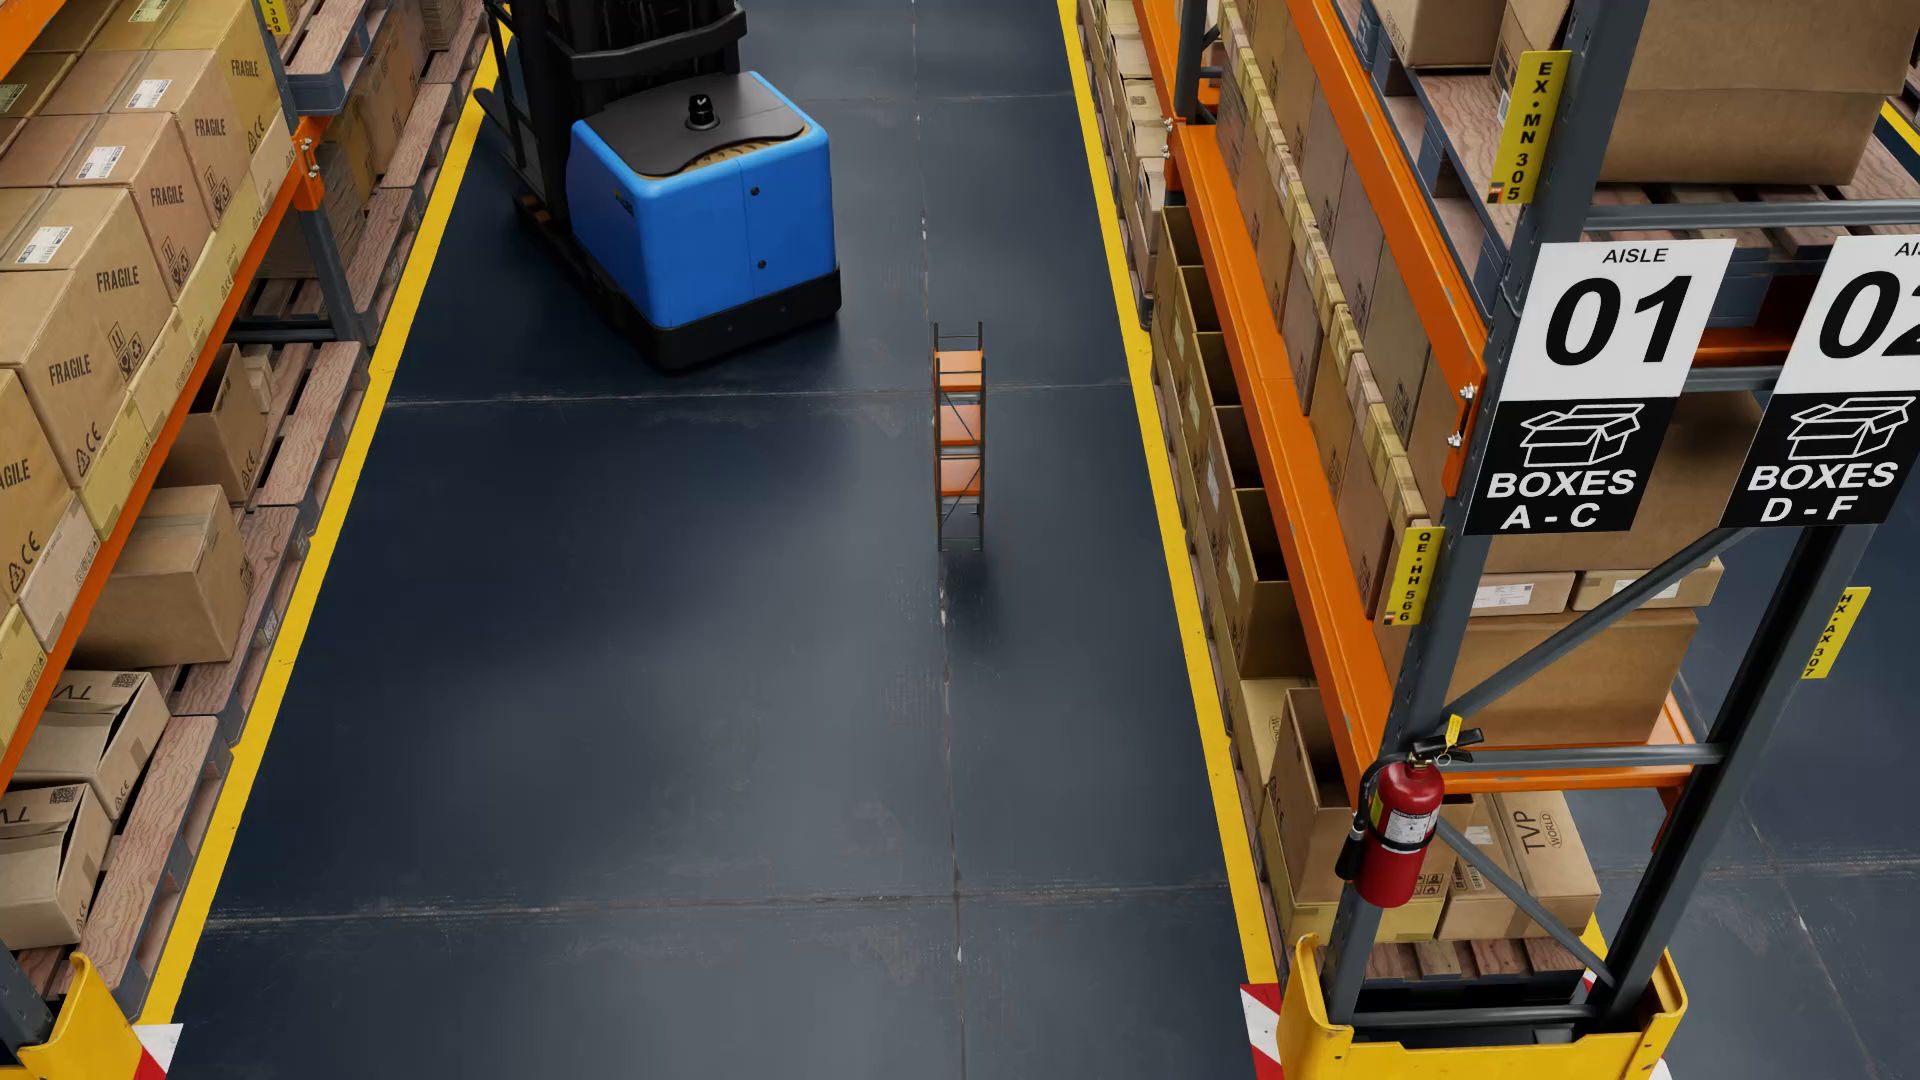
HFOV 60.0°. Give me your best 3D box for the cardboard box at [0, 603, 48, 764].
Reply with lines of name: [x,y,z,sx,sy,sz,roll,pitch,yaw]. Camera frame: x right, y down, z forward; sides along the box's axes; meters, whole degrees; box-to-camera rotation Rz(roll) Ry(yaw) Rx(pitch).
cardboard box: [-3.003,0.453,4.782,0.500,0.250,0.500,-3,43,-3]

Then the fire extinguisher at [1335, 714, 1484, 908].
fire extinguisher: [1.190,0.721,4.451,0.296,0.674,0.183,-2,43,-2]

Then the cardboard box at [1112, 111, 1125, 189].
cardboard box: [1.130,-2.201,9.305,0.500,0.250,0.500,-1,43,-1]

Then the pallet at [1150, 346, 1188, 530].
pallet: [1.471,-0.535,7.827,1.003,0.211,1.213,-2,43,-2]

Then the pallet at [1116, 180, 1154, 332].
pallet: [1.409,-1.570,8.956,1.003,0.211,1.213,-2,43,-2]

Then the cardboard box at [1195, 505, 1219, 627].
cardboard box: [1.255,0.092,6.804,0.500,0.250,0.500,-2,43,-2]

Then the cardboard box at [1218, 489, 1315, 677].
cardboard box: [1.272,0.153,6.182,0.500,0.500,0.500,-2,43,-2]

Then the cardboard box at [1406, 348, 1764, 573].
cardboard box: [1.640,-0.267,4.437,0.700,0.500,0.500,-1,43,-2]

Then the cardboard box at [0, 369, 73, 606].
cardboard box: [-3.031,-0.150,4.884,0.500,0.500,0.500,-2,43,-2]

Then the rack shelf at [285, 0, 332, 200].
rack shelf: [-3.555,-3.042,9.031,1.077,0.370,4.000,-2,43,-2]

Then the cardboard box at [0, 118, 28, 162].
cardboard box: [-3.625,-1.176,6.004,0.500,0.500,0.500,-1,43,-1]

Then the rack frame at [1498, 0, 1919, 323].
rack frame: [1.649,-1.612,2.499,1.000,3.000,0.127,-2,43,-2]

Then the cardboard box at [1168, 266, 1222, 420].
cardboard box: [1.215,-0.860,7.287,0.500,0.500,0.500,-2,43,-2]

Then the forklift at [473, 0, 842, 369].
forklift: [-1.837,-2.894,8.388,1.130,2.935,3.031,-24,48,-24]

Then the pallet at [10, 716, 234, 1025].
pallet: [-3.302,1.171,5.966,1.003,0.211,1.213,-2,43,-2]

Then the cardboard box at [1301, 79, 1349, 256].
cardboard box: [1.568,-1.301,5.565,0.700,0.500,0.500,-2,43,-2]

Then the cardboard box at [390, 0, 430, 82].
cardboard box: [-3.651,-3.062,10.045,0.700,0.500,0.500,-2,43,-2]

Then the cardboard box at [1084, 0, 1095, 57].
cardboard box: [1.060,-3.242,10.440,0.500,0.250,0.500,-3,43,-3]

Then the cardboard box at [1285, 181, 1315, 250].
cardboard box: [1.366,-1.145,5.875,0.380,0.149,0.250,-2,43,-2]

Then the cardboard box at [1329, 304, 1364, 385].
cardboard box: [1.399,-0.626,5.309,0.380,0.149,0.250,0,43,0]

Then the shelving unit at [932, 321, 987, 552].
shelving unit: [-0.002,-0.423,7.084,0.215,1.050,0.252,-2,43,-2]

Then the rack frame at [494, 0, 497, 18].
rack frame: [-3.640,-4.657,10.260,1.000,3.000,0.127,-2,43,-2]

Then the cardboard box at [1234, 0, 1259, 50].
cardboard box: [1.504,-2.317,6.674,0.700,0.500,0.500,-1,43,-2]

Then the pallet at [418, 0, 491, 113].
pallet: [-3.608,-3.102,10.627,1.003,0.211,1.213,-2,43,-2]

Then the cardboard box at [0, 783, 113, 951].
cardboard box: [-3.239,1.103,5.641,0.500,0.311,0.500,-6,43,-7]

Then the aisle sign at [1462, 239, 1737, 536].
aisle sign: [1.358,-0.307,3.590,0.394,0.787,0.004,-2,43,-2]

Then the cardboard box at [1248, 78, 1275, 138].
cardboard box: [1.333,-1.670,6.447,0.380,0.149,0.250,-2,43,-2]

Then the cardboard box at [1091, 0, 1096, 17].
cardboard box: [1.069,-3.433,10.234,0.500,0.311,0.500,-3,43,-3]

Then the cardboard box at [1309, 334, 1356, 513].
cardboard box: [1.600,-0.443,5.589,0.700,0.500,0.500,-1,43,-2]

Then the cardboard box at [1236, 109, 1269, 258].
cardboard box: [1.533,-1.483,6.724,0.700,0.500,0.500,-2,43,-2]

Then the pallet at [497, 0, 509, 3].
pallet: [-3.598,-4.164,11.786,1.003,0.211,1.213,-2,43,-2]

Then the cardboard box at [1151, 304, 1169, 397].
cardboard box: [1.196,-0.921,7.908,0.500,0.250,0.500,-2,43,-2]

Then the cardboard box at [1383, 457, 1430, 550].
cardboard box: [1.430,-0.106,4.741,0.380,0.149,0.250,-1,43,-1]

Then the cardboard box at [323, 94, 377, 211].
cardboard box: [-3.590,-2.041,8.931,0.700,0.500,0.500,-2,43,-3]

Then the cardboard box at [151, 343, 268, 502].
cardboard box: [-3.386,-0.498,7.247,0.500,0.500,0.500,-5,43,-5]

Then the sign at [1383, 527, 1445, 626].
sign: [1.106,0.091,4.048,0.100,0.325,0.005,-2,43,-2]

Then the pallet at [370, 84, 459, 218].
pallet: [-3.559,-2.280,9.731,1.003,0.211,1.213,-2,43,-2]

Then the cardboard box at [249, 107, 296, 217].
cardboard box: [-3.147,-1.598,7.019,0.500,0.250,0.500,-2,43,-2]

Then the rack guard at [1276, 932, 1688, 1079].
rack guard: [1.650,1.537,5.353,1.175,0.500,0.348,-2,43,-2]

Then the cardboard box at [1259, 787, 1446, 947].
cardboard box: [1.331,1.104,5.699,0.500,0.250,0.500,-2,43,-2]

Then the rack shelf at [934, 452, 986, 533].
rack shelf: [-0.002,-0.210,7.279,0.215,0.259,0.240,-2,43,-2]

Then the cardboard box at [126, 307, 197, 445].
cardboard box: [-3.075,-0.582,5.911,0.500,0.250,0.500,-1,43,-1]

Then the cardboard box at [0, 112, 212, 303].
cardboard box: [-3.103,-1.198,6.028,0.500,0.500,0.500,-3,43,-3]

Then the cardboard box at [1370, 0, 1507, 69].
cardboard box: [1.337,-1.428,4.214,0.500,0.250,0.500,-2,43,-2]

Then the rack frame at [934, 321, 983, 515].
rack frame: [-0.007,-0.505,7.174,0.200,1.050,0.008,-2,43,-2]

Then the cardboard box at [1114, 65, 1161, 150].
cardboard box: [1.128,-2.402,9.110,0.500,0.311,0.500,-2,43,-2]

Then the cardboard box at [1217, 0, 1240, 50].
cardboard box: [1.297,-2.190,7.015,0.380,0.149,0.250,-2,43,-2]
